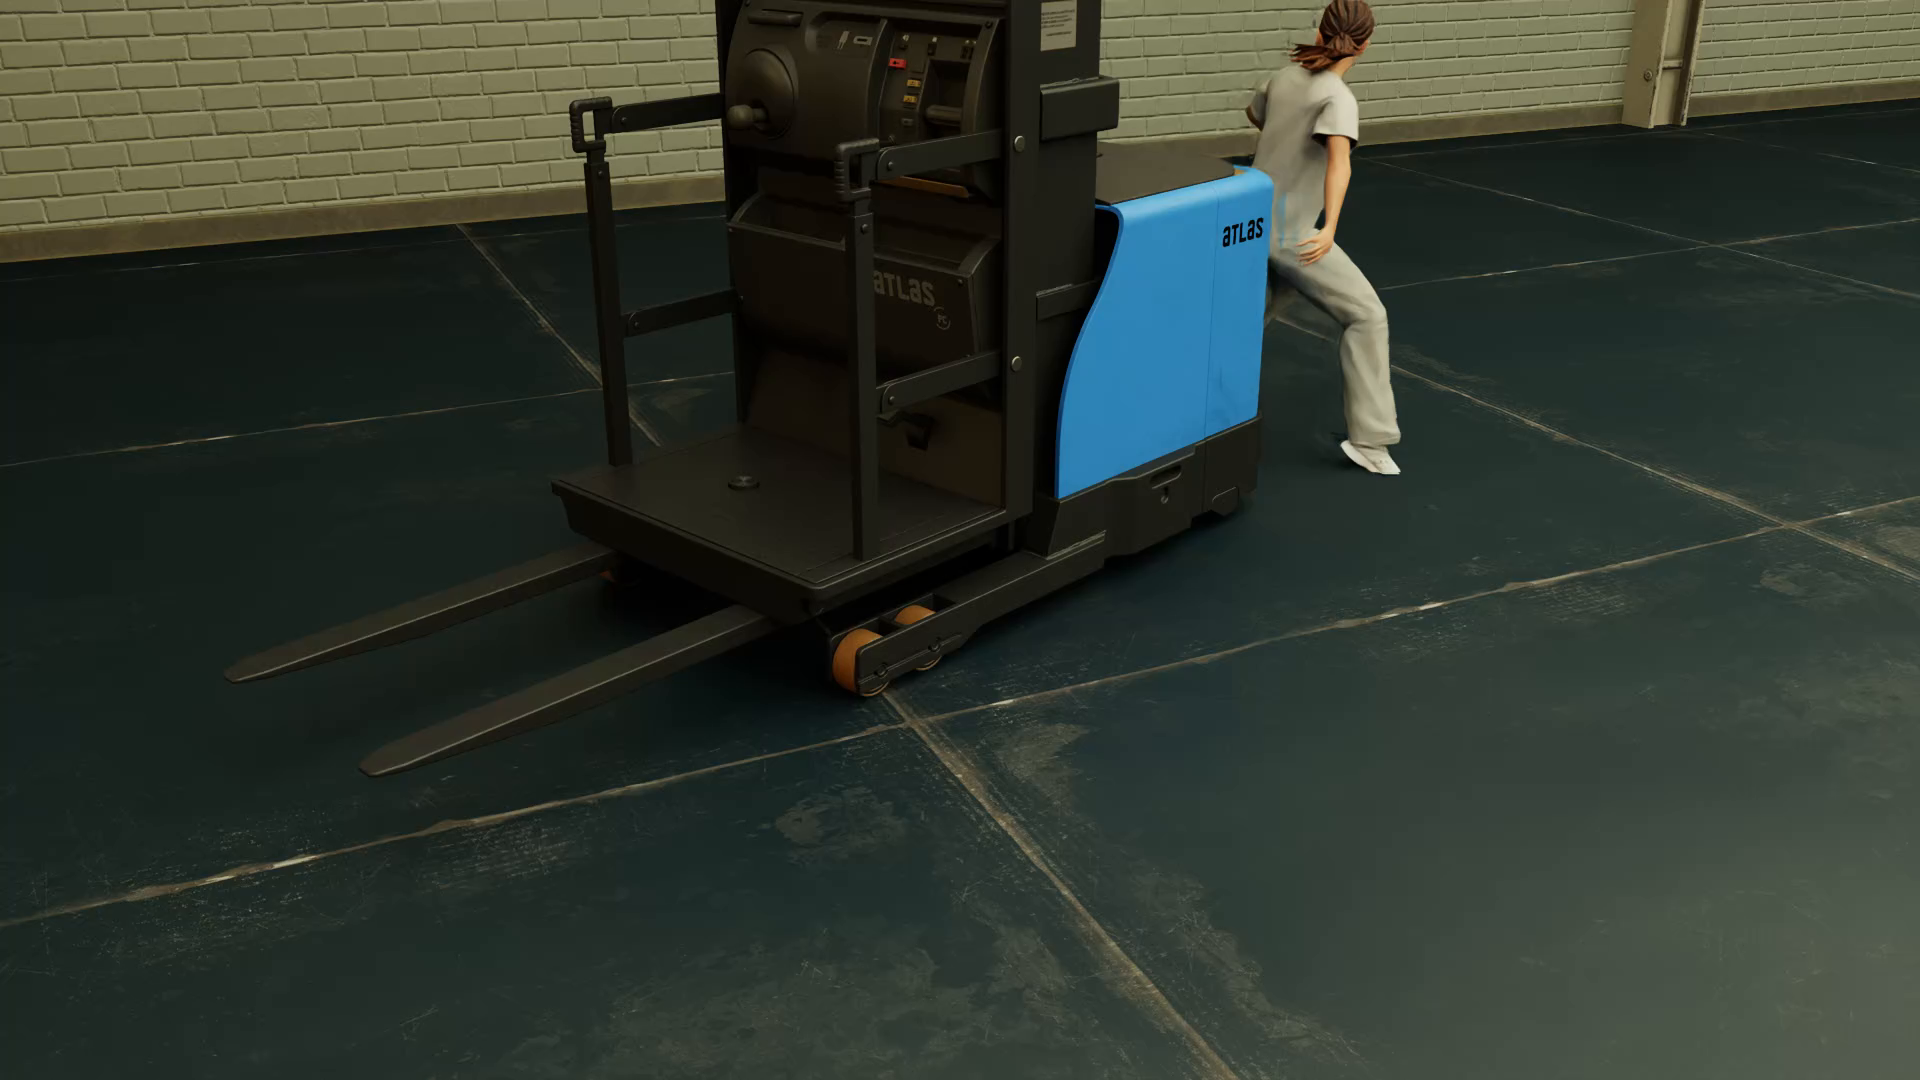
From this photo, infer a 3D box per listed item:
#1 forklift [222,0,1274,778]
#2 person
[{"bbox_3d":[-0.413,-1.182,4.131,1.130,2.935,3.031,19,29,39],"label":"forklift"},{"bbox_3d":[1.196,-1.040,5.762,0.525,1.615,1.001,-5,23,-13],"label":"person"}]
